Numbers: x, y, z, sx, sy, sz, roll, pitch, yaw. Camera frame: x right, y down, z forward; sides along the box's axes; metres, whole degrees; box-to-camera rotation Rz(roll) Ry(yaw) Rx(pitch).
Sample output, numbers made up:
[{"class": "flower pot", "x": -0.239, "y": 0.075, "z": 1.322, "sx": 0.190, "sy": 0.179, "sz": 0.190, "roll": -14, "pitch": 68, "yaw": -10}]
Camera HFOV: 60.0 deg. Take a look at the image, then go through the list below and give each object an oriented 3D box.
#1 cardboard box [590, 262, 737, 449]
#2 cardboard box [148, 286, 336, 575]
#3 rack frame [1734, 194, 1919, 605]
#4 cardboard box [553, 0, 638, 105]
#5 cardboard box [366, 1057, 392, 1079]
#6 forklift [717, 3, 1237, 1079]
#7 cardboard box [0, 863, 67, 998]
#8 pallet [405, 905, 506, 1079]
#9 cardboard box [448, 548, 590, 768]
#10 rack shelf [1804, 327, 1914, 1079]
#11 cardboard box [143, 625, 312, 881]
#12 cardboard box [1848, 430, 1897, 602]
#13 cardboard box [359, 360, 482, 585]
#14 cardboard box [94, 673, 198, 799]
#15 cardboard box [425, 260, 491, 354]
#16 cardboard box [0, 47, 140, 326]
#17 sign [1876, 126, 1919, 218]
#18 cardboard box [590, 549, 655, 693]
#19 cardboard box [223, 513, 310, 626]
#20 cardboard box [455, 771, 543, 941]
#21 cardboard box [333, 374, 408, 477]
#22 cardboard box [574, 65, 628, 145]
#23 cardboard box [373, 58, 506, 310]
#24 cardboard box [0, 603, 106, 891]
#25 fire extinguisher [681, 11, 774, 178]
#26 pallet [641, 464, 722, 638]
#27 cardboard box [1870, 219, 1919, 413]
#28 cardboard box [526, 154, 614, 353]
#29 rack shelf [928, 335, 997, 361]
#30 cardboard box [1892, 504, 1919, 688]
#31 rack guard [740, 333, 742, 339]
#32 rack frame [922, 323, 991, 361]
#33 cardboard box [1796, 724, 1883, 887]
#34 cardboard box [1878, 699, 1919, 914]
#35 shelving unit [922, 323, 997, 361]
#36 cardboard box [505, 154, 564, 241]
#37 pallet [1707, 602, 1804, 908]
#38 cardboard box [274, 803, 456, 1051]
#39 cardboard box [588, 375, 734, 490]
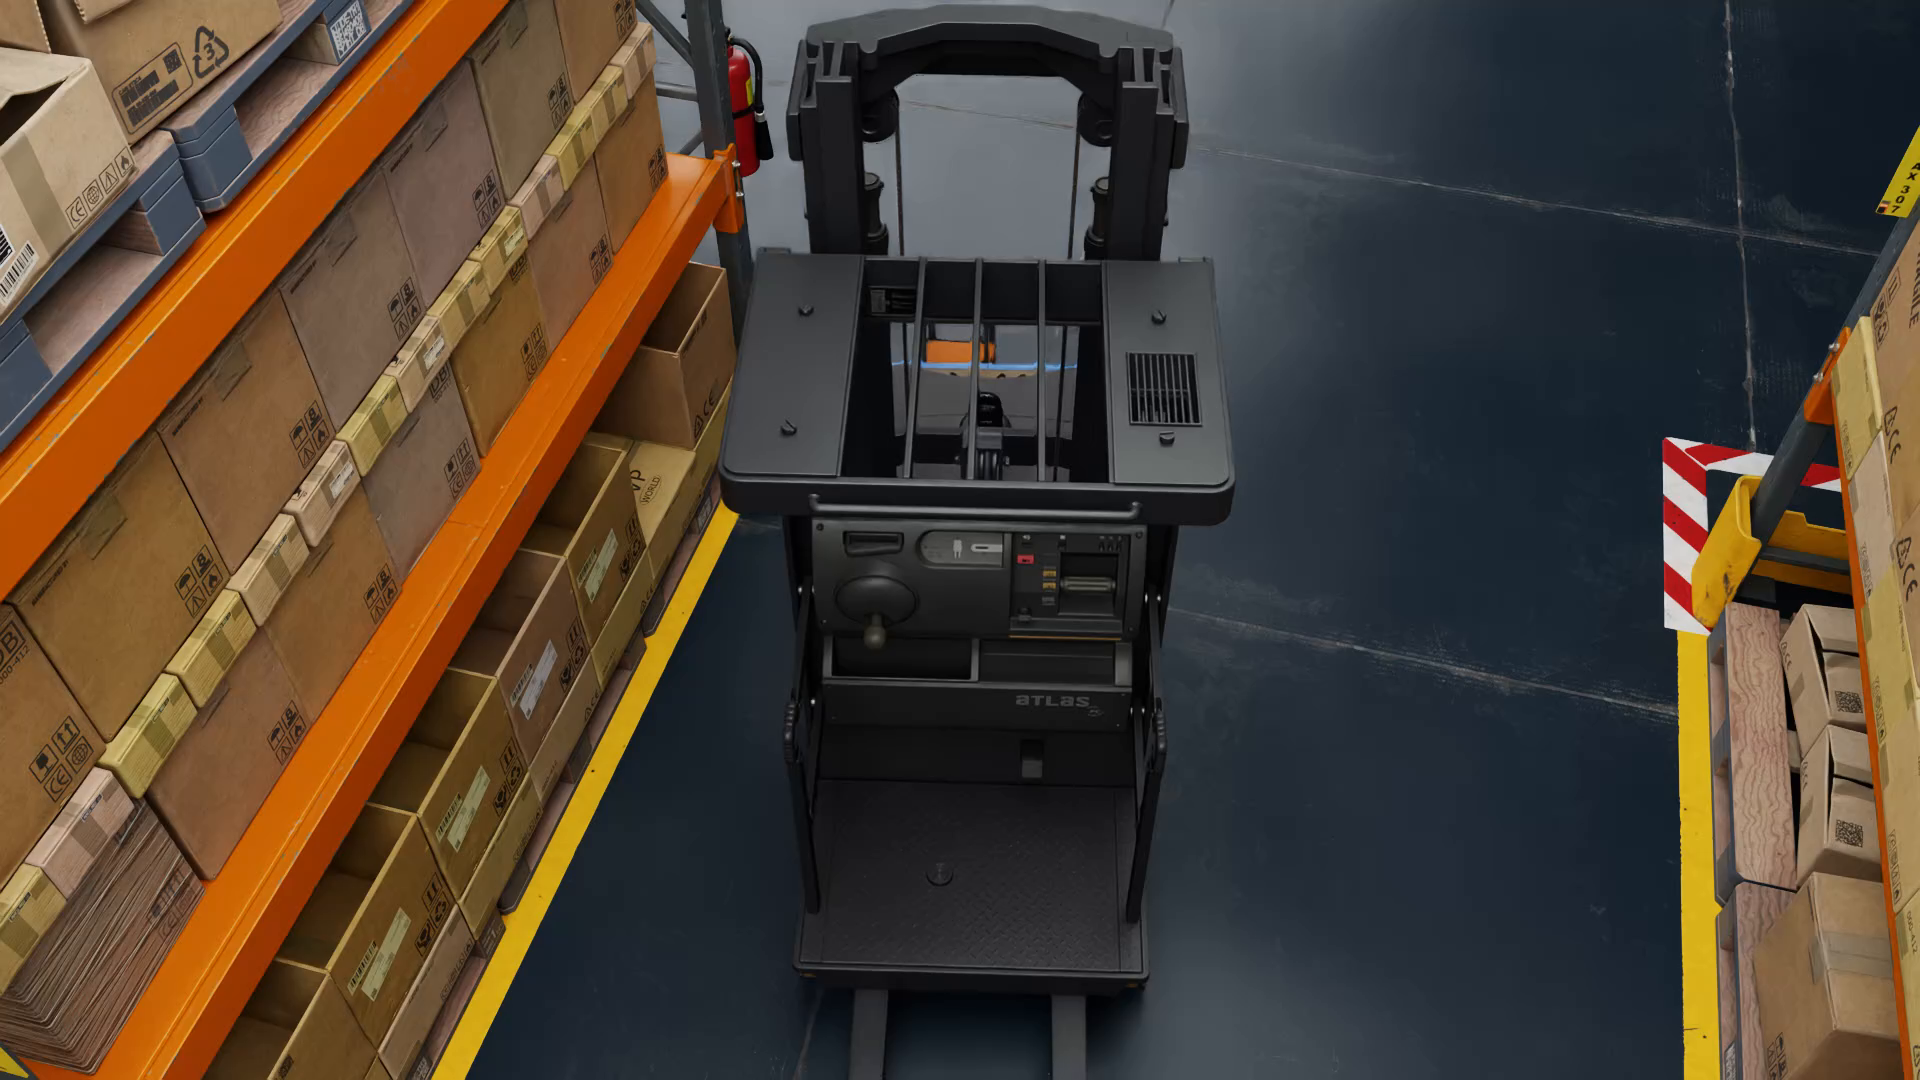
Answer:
[{"class": "cardboard box", "x": -1.191, "y": -0.737, "z": 6.372, "sx": 0.500, "sy": 0.500, "sz": 0.500, "roll": 12, "pitch": 50, "yaw": 10}, {"class": "cardboard box", "x": -2.015, "y": -0.326, "z": 4.024, "sx": 0.700, "sy": 0.500, "sz": 0.500, "roll": 12, "pitch": 50, "yaw": 10}, {"class": "rack frame", "x": 3.443, "y": -0.732, "z": 5.314, "sx": 1.000, "sy": 3.000, "sz": 0.127, "roll": 12, "pitch": 50, "yaw": 10}, {"class": "cardboard box", "x": -1.486, "y": -1.795, "z": 5.321, "sx": 0.700, "sy": 0.500, "sz": 0.500, "roll": 12, "pitch": 50, "yaw": 10}, {"class": "cardboard box", "x": -1.975, "y": 1.682, "z": 4.737, "sx": 0.500, "sy": 0.250, "sz": 0.500, "roll": 12, "pitch": 50, "yaw": 10}, {"class": "forklift", "x": 0.047, "y": 0.222, "z": 4.518, "sx": 1.130, "sy": 2.935, "sz": 3.031, "roll": 1, "pitch": 49, "yaw": 1}, {"class": "cardboard box", "x": -2.132, "y": 0.783, "z": 3.478, "sx": 0.380, "sy": 0.149, "sz": 0.250, "roll": 11, "pitch": 50, "yaw": 10}, {"class": "pallet", "x": -2.140, "y": 1.543, "z": 5.167, "sx": 1.003, "sy": 0.211, "sz": 1.213, "roll": 12, "pitch": 50, "yaw": 10}, {"class": "cardboard box", "x": -1.573, "y": 0.351, "z": 5.413, "sx": 0.500, "sy": 0.500, "sz": 0.500, "roll": 12, "pitch": 50, "yaw": 10}, {"class": "rack shelf", "x": 2.917, "y": 0.953, "z": 4.307, "sx": 1.077, "sy": 0.370, "sz": 4.000, "roll": 12, "pitch": 50, "yaw": 10}, {"class": "cardboard box", "x": -2.146, "y": 0.449, "z": 4.205, "sx": 0.700, "sy": 0.500, "sz": 0.500, "roll": 11, "pitch": 50, "yaw": 10}, {"class": "cardboard box", "x": 2.885, "y": -0.020, "z": 4.772, "sx": 0.500, "sy": 0.250, "sz": 0.500, "roll": 10, "pitch": 49, "yaw": 9}, {"class": "cardboard box", "x": -1.877, "y": -0.284, "z": 4.852, "sx": 0.700, "sy": 0.500, "sz": 0.500, "roll": 13, "pitch": 50, "yaw": 11}, {"class": "cardboard box", "x": -2.000, "y": 0.414, "z": 3.803, "sx": 0.380, "sy": 0.149, "sz": 0.250, "roll": 10, "pitch": 49, "yaw": 9}, {"class": "cardboard box", "x": -1.593, "y": -0.703, "z": 4.790, "sx": 0.380, "sy": 0.149, "sz": 0.250, "roll": 13, "pitch": 50, "yaw": 11}, {"class": "cardboard box", "x": -1.861, "y": -0.664, "z": 2.940, "sx": 0.500, "sy": 0.311, "sz": 0.500, "roll": 9, "pitch": 49, "yaw": 8}, {"class": "sign", "x": 2.920, "y": -1.125, "z": 5.084, "sx": 0.100, "sy": 0.325, "sz": 0.005, "roll": 12, "pitch": 50, "yaw": 10}, {"class": "cardboard box", "x": -1.443, "y": 0.237, "z": 6.013, "sx": 0.500, "sy": 0.250, "sz": 0.500, "roll": 12, "pitch": 50, "yaw": 10}, {"class": "cardboard box", "x": -1.864, "y": 0.044, "z": 4.130, "sx": 0.380, "sy": 0.149, "sz": 0.250, "roll": 10, "pitch": 49, "yaw": 9}, {"class": "cardboard box", "x": -1.702, "y": 0.961, "z": 5.374, "sx": 0.500, "sy": 0.250, "sz": 0.500, "roll": 12, "pitch": 50, "yaw": 10}, {"class": "cardboard box", "x": -1.728, "y": -0.338, "z": 4.467, "sx": 0.380, "sy": 0.149, "sz": 0.250, "roll": 11, "pitch": 50, "yaw": 10}, {"class": "cardboard box", "x": -1.321, "y": -1.451, "z": 5.449, "sx": 0.380, "sy": 0.149, "sz": 0.250, "roll": 13, "pitch": 50, "yaw": 11}, {"class": "cardboard box", "x": -1.751, "y": -1.049, "z": 4.662, "sx": 0.700, "sy": 0.500, "sz": 0.500, "roll": 12, "pitch": 50, "yaw": 10}, {"class": "cardboard box", "x": -2.279, "y": 0.402, "z": 3.381, "sx": 0.700, "sy": 0.500, "sz": 0.500, "roll": 12, "pitch": 50, "yaw": 10}, {"class": "fire extinguisher", "x": -0.858, "y": -1.675, "z": 6.198, "sx": 0.296, "sy": 0.674, "sz": 0.183, "roll": 12, "pitch": 50, "yaw": 10}, {"class": "pallet", "x": -1.498, "y": -0.222, "z": 6.724, "sx": 1.003, "sy": 0.211, "sz": 1.213, "roll": 12, "pitch": 50, "yaw": 10}, {"class": "cardboard box", "x": 3.027, "y": -0.651, "z": 4.829, "sx": 0.500, "sy": 0.500, "sz": 0.500, "roll": 12, "pitch": 50, "yaw": 10}, {"class": "cardboard box", "x": -1.606, "y": -1.024, "z": 5.505, "sx": 0.700, "sy": 0.500, "sz": 0.500, "roll": 13, "pitch": 50, "yaw": 11}, {"class": "rack shelf", "x": -0.004, "y": -0.634, "z": 6.007, "sx": 0.258, "sy": 0.103, "sz": 0.180, "roll": 4, "pitch": 49, "yaw": 4}, {"class": "cardboard box", "x": 2.746, "y": 0.077, "z": 4.187, "sx": 0.500, "sy": 0.500, "sz": 0.500, "roll": 10, "pitch": 49, "yaw": 9}, {"class": "rack guard", "x": -1.331, "y": -0.897, "z": 7.127, "sx": 1.175, "sy": 0.500, "sz": 0.348, "roll": 12, "pitch": 50, "yaw": 10}, {"class": "rack frame", "x": -0.013, "y": -0.357, "z": 6.183, "sx": 0.240, "sy": 1.200, "sz": 0.006, "roll": 4, "pitch": 49, "yaw": 4}, {"class": "cardboard box", "x": 3.024, "y": 0.908, "z": 5.367, "sx": 0.500, "sy": 0.311, "sz": 0.500, "roll": 15, "pitch": 50, "yaw": 13}, {"class": "cardboard box", "x": 2.610, "y": 0.713, "z": 4.126, "sx": 0.500, "sy": 0.250, "sz": 0.500, "roll": 12, "pitch": 50, "yaw": 10}, {"class": "shelving unit", "x": -0.004, "y": -0.425, "z": 6.244, "sx": 0.258, "sy": 1.200, "sz": 0.189, "roll": 4, "pitch": 49, "yaw": 4}, {"class": "cardboard box", "x": -1.457, "y": -1.084, "z": 5.126, "sx": 0.380, "sy": 0.149, "sz": 0.250, "roll": 12, "pitch": 50, "yaw": 11}, {"class": "pallet", "x": 3.175, "y": 0.827, "z": 5.798, "sx": 1.003, "sy": 0.211, "sz": 1.213, "roll": 12, "pitch": 50, "yaw": 10}, {"class": "cardboard box", "x": -1.842, "y": 1.073, "z": 4.775, "sx": 0.500, "sy": 0.500, "sz": 0.500, "roll": 12, "pitch": 50, "yaw": 10}, {"class": "cardboard box", "x": -1.193, "y": -0.489, "z": 6.654, "sx": 0.500, "sy": 0.250, "sz": 0.500, "roll": 12, "pitch": 50, "yaw": 10}]
